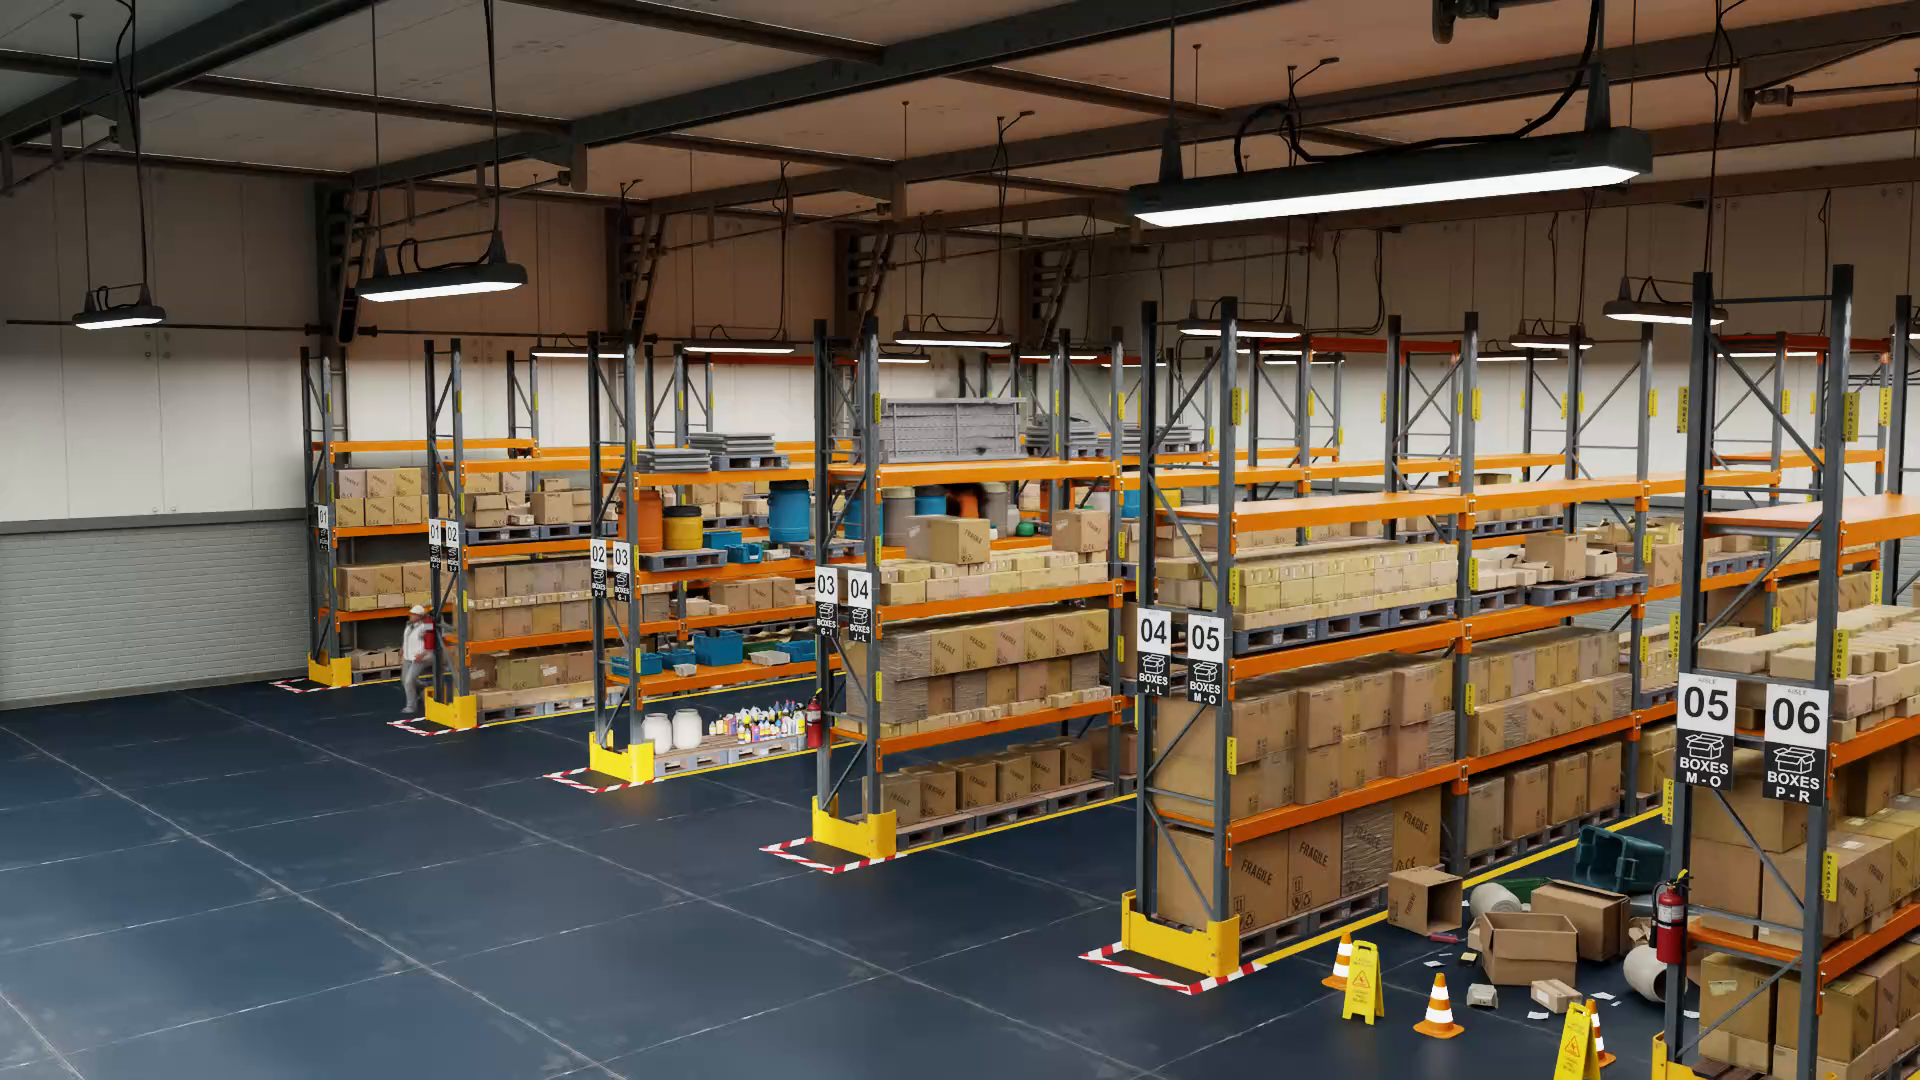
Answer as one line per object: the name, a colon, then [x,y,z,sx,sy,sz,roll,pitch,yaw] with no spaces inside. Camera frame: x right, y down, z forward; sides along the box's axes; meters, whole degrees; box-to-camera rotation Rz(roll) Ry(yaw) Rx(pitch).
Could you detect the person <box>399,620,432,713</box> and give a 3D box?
person: [-8.821,2.059,27.159,0.692,1.525,0.670,3,6,31]
